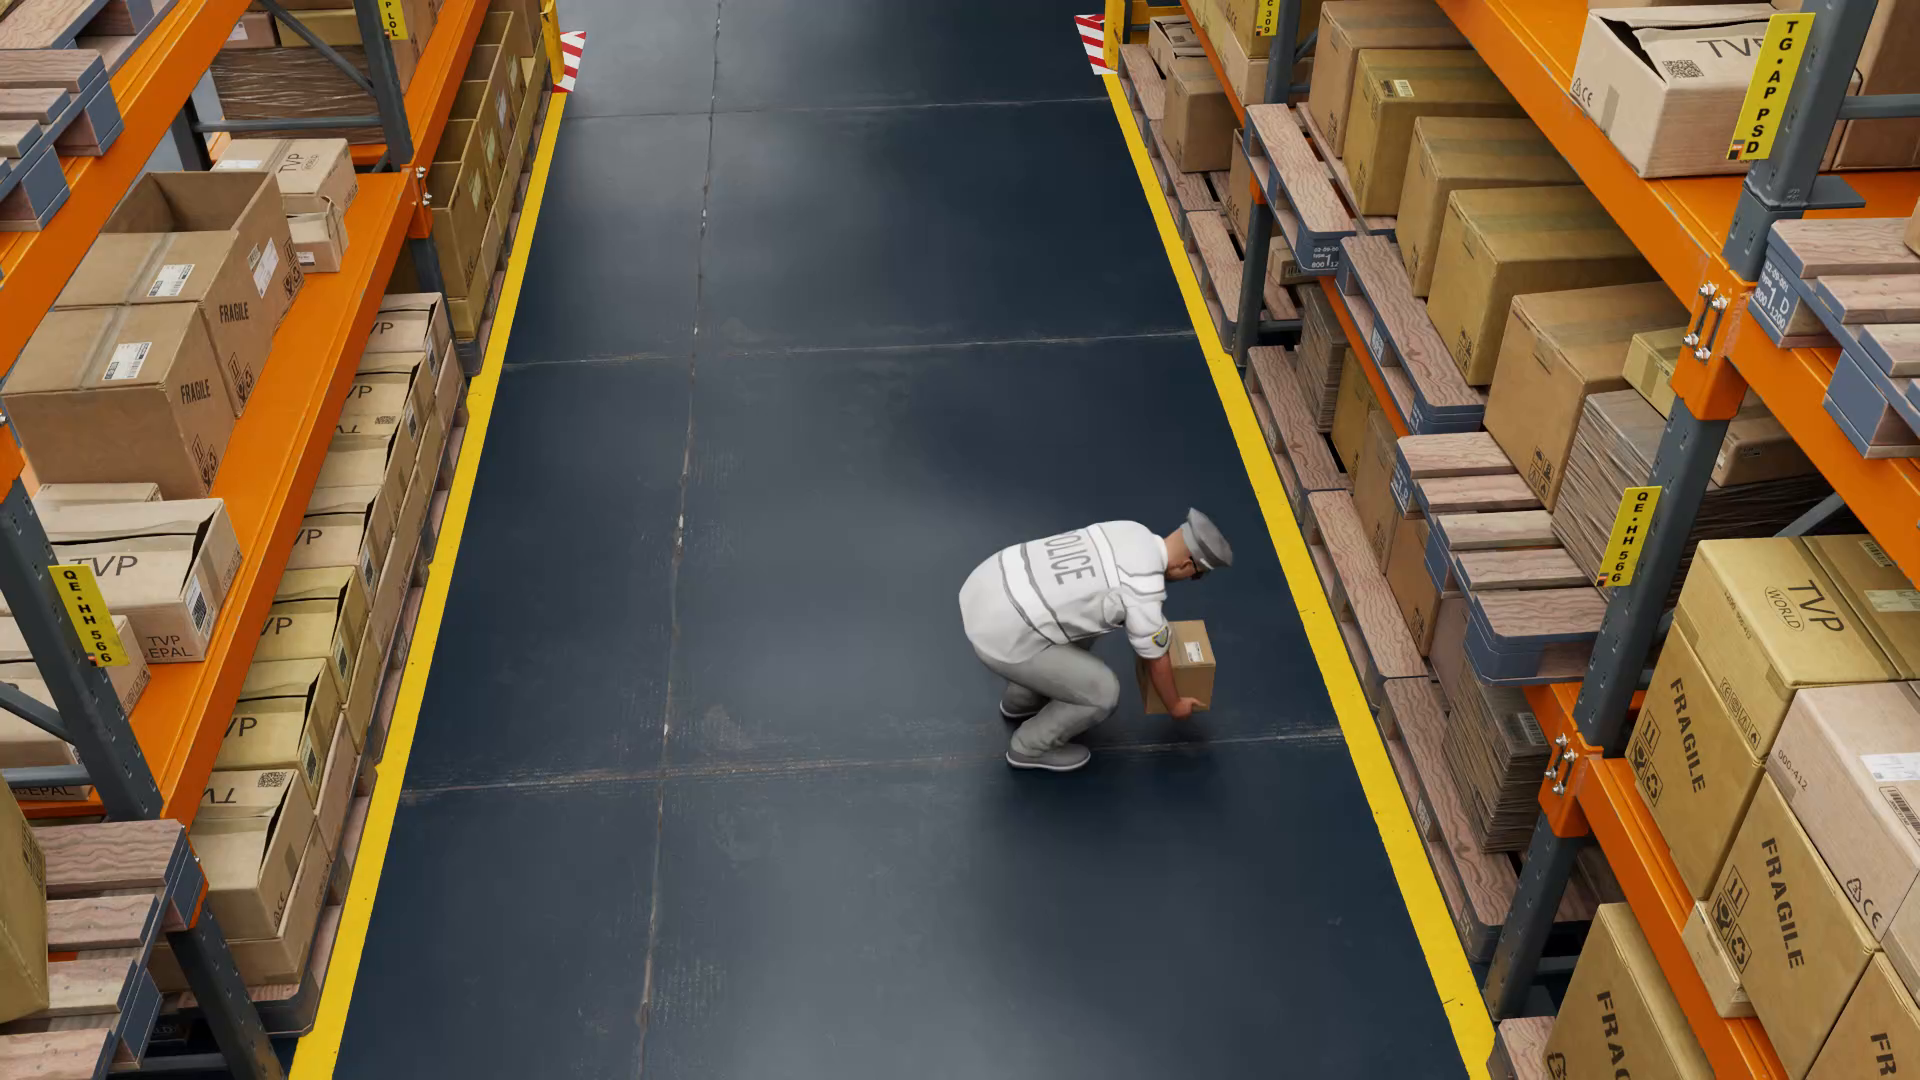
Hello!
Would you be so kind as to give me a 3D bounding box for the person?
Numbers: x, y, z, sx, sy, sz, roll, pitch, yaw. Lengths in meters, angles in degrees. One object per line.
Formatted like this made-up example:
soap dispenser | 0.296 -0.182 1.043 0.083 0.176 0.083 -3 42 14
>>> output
person | 0.507 0.360 6.287 1.015 1.023 0.544 -5 39 -6
